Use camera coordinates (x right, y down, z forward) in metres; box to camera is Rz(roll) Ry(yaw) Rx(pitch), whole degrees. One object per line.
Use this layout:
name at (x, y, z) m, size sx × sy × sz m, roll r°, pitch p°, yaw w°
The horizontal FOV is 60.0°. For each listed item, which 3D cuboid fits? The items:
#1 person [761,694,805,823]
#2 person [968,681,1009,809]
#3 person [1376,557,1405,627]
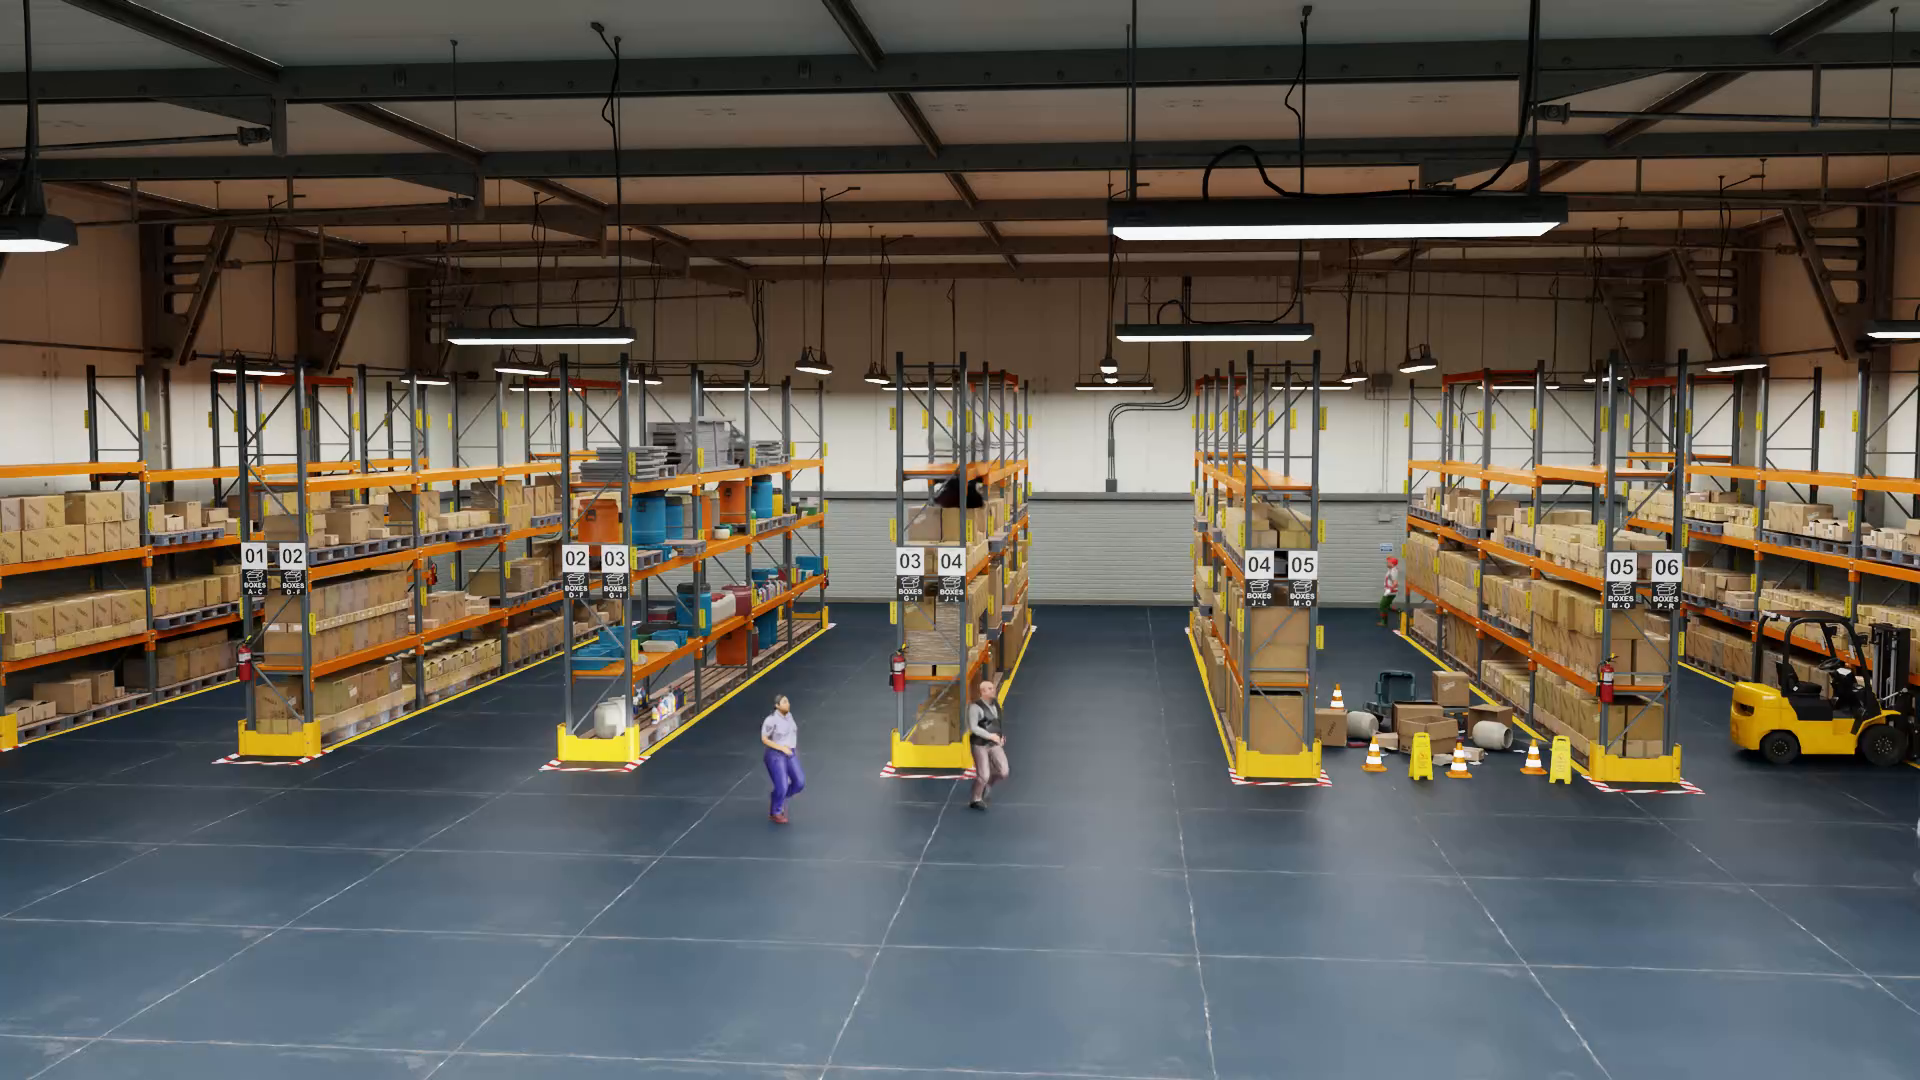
person at (-2.212, 2.730, 20.766) m, size 0.534 × 1.602 × 0.611 m, roll 3°, pitch 5°, yaw 37°
person at (0.381, 2.641, 21.397) m, size 0.642 × 1.675 × 0.651 m, roll -4°, pitch 6°, yaw -44°
person at (10.485, 1.271, 40.416) m, size 0.730 × 1.720 × 0.709 m, roll 1°, pitch 4°, yaw 16°
